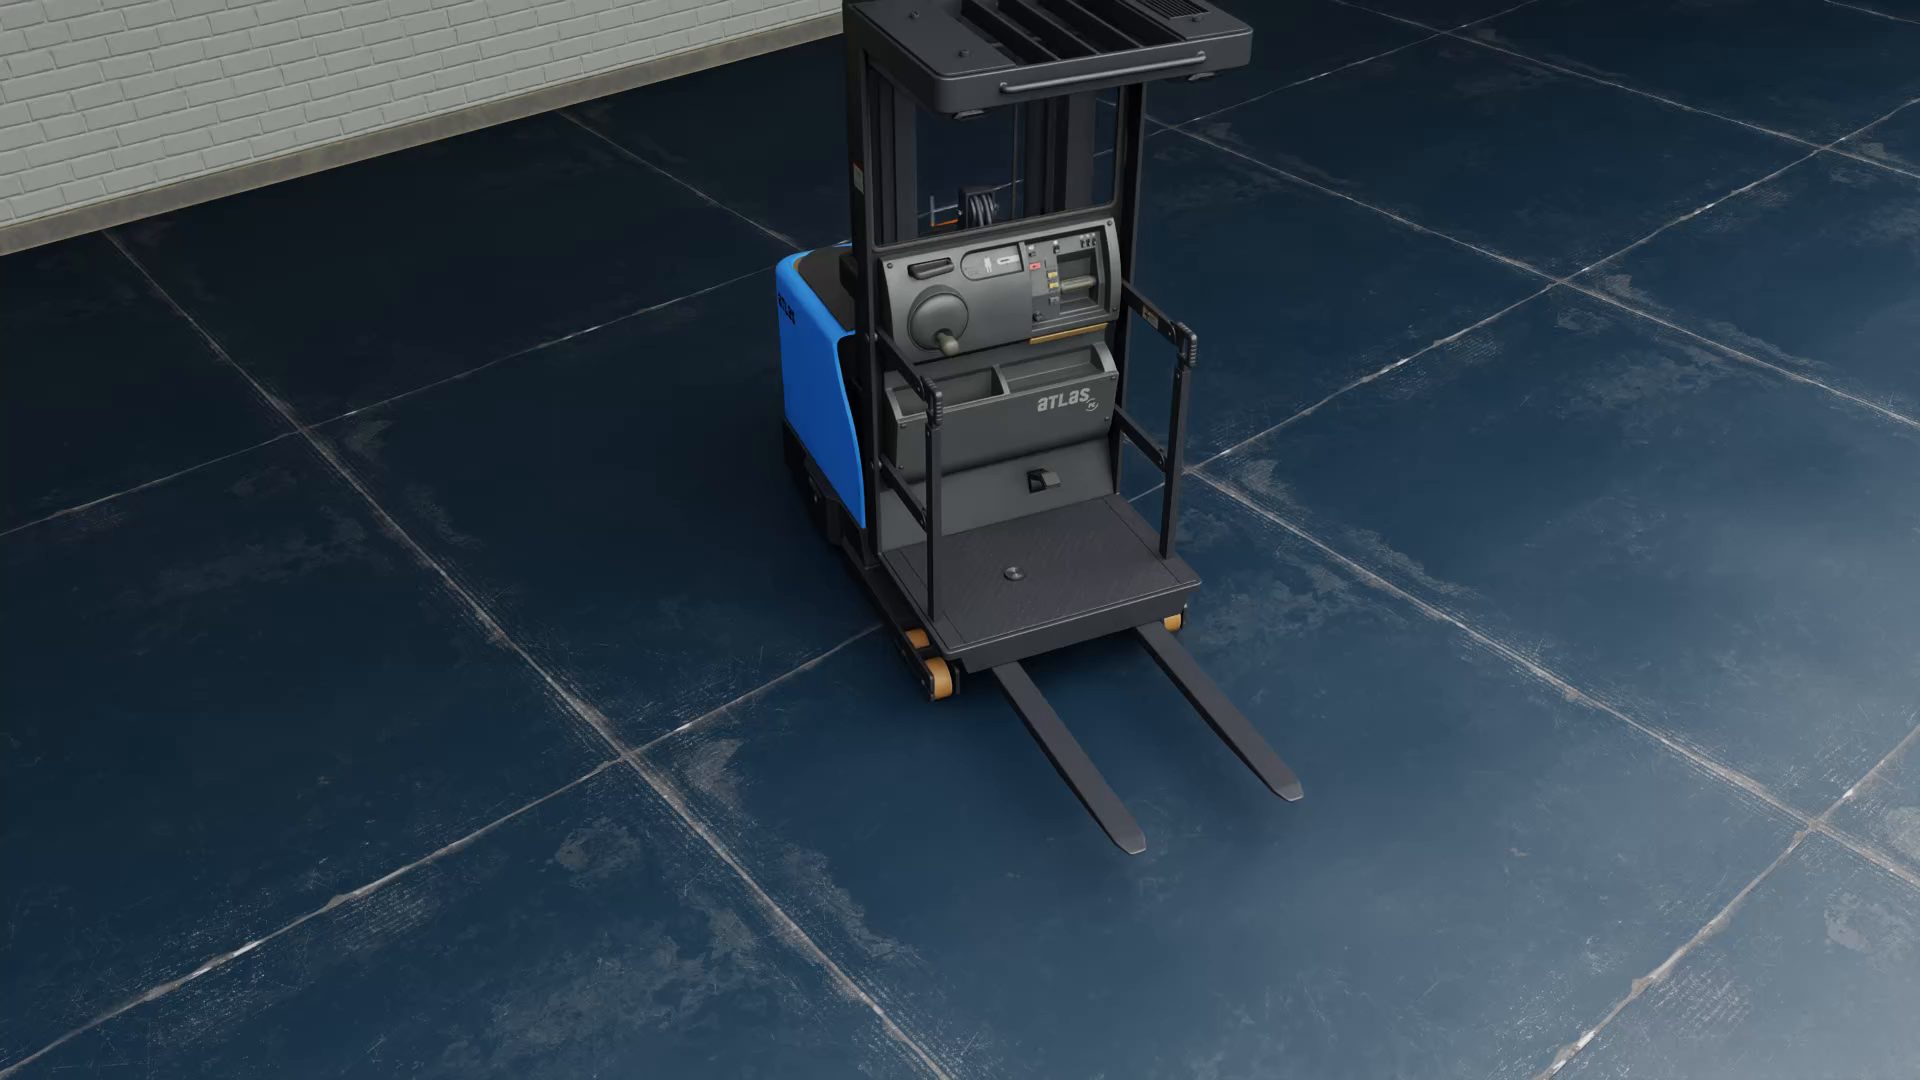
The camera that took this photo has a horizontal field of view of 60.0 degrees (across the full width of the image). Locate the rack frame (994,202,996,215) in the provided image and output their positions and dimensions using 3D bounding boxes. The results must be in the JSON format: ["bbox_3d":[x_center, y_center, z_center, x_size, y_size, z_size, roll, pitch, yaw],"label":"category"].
[{"bbox_3d":[0.092,-1.068,7.826,0.200,1.050,0.008,-20,37,-26],"label":"rack frame"}]

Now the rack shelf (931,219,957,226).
[{"bbox_3d":[0.018,-1.351,7.767,0.215,0.259,0.240,-20,37,-26],"label":"rack shelf"}]

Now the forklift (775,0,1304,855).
[{"bbox_3d":[0.251,-0.867,5.938,1.130,2.935,3.031,-14,38,-19],"label":"forklift"}]

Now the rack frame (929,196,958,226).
[{"bbox_3d":[-0.040,-1.175,8.001,0.200,1.050,0.008,-20,37,-26],"label":"rack frame"}]

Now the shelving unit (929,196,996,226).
[{"bbox_3d":[0.026,-1.121,7.914,0.215,1.050,0.252,-20,37,-26],"label":"shelving unit"}]
